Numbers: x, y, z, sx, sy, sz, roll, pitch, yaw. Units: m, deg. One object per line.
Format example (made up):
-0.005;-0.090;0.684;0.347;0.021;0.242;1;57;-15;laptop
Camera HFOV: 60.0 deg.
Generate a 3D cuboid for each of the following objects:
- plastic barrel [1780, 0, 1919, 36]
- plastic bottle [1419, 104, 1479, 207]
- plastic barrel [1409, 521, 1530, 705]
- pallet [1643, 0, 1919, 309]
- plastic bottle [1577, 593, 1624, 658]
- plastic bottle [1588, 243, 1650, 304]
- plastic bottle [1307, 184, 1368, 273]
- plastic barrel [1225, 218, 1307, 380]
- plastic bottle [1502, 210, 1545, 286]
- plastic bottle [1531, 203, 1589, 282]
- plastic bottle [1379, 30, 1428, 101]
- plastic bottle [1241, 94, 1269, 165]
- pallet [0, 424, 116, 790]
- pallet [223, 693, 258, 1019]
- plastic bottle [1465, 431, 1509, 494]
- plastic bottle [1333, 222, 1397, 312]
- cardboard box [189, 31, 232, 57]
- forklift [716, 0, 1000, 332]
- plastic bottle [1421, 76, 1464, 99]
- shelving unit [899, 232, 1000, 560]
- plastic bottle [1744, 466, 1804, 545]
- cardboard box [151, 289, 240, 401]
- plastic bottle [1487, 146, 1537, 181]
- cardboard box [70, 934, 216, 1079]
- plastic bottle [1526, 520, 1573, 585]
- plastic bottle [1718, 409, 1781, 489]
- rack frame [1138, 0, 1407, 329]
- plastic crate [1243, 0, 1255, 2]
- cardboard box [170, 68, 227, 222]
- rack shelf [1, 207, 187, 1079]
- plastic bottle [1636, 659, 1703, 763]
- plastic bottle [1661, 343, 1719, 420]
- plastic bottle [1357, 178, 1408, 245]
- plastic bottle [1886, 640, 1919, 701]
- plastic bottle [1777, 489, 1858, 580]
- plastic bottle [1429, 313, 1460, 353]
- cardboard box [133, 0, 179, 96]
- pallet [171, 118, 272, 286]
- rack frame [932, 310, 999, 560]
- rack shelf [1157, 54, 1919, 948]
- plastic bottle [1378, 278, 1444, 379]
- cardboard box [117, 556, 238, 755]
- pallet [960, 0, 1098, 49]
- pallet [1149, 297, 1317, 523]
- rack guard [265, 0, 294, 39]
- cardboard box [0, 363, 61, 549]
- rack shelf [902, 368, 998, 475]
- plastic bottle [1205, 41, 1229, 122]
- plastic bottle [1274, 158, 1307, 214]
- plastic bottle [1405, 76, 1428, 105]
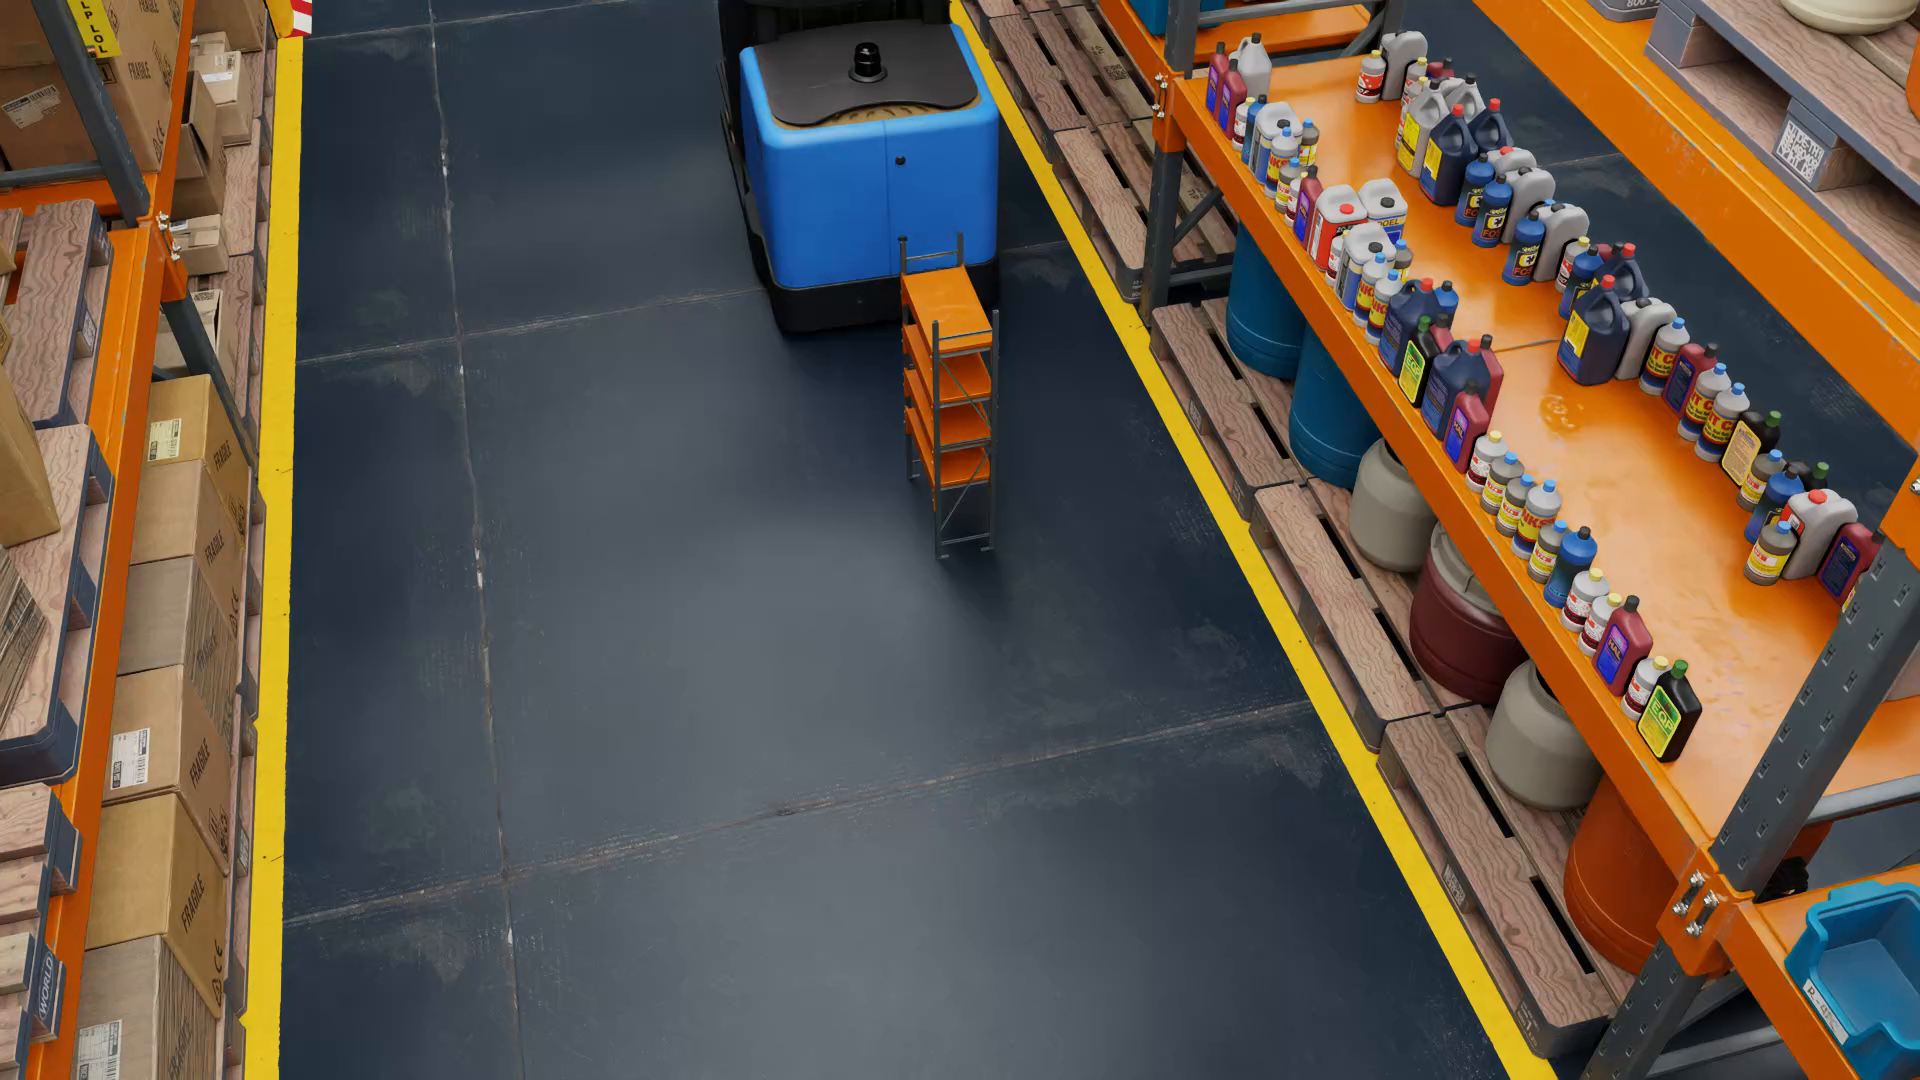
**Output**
1.942;-1.262;3.589;0.301;0.262;0.301;0;46;0;plastic barrel
1.794;-1.415;6.071;0.144;0.351;0.185;-11;47;-10;plastic bottle
1.928;0.183;5.865;0.600;0.588;0.708;-11;47;-10;plastic barrel
2.257;-0.929;3.593;1.003;0.211;1.213;-11;47;-10;pallet
1.772;0.226;4.567;0.097;0.201;0.097;0;46;0;plastic bottle
2.168;-0.809;5.477;0.144;0.351;0.185;-11;47;-10;plastic bottle
1.322;-1.089;5.804;0.152;0.276;0.135;-11;47;-10;plastic bottle
1.457;-1.195;6.996;0.600;0.901;0.708;-11;47;-10;plastic barrel
1.949;-1.014;5.734;0.097;0.271;0.097;0;46;0;plastic bottle
2.064;-1.051;5.767;0.152;0.276;0.135;-11;47;-10;plastic bottle
1.748;-1.905;6.603;0.152;0.276;0.135;-11;47;-10;plastic bottle
1.122;-1.549;6.258;0.097;0.271;0.097;0;46;0;plastic bottle
-2.933;0.229;4.560;1.003;0.211;1.213;-11;47;-10;pallet
-2.894;1.116;5.508;1.003;0.211;1.213;-11;47;-10;pallet
1.597;-0.244;5.028;0.097;0.201;0.097;0;46;0;plastic bottle
1.381;-0.929;5.647;0.152;0.276;0.135;-11;47;-10;plastic bottle
-4.085;-2.556;8.830;0.380;0.166;0.250;-11;47;-10;cardboard box
-0.645;-3.043;7.680;1.130;2.935;3.031;-9;46;-9;forklift
1.841;-1.653;6.356;0.152;0.276;0.135;-11;47;-10;plastic bottle
-0.042;-0.534;6.433;0.258;1.200;0.503;-11;47;-10;shelving unit
2.380;-0.106;4.844;0.097;0.271;0.097;0;46;0;plastic bottle
-3.353;-0.800;7.009;0.500;0.311;0.500;-11;47;-10;cardboard box
1.971;-1.304;6.015;0.152;0.276;0.135;-11;47;-10;plastic bottle
-2.410;1.497;4.624;0.500;0.500;0.500;-12;47;-12;cardboard box
1.697;0.025;4.765;0.097;0.201;0.097;0;46;0;plastic bottle
2.393;-0.296;5.022;0.061;0.283;0.133;-11;47;-10;plastic bottle
1.335;-2.161;6.768;1.000;3.000;0.127;-11;47;-10;rack frame
1.354;-2.437;7.181;0.396;0.136;0.243;-11;47;-10;plastic crate
-3.941;-1.835;7.888;0.797;0.503;0.637;-11;47;-10;cardboard box
-2.943;0.374;4.787;1.077;0.370;4.000;-11;47;-10;rack shelf
1.843;0.440;4.300;0.061;0.283;0.133;-11;47;-10;plastic bottle
2.309;-0.523;5.244;0.061;0.283;0.133;-11;47;-10;plastic bottle
1.469;-1.117;5.832;0.152;0.276;0.135;-11;47;-10;plastic bottle
2.560;0.286;4.456;0.152;0.276;0.135;-11;47;-10;plastic bottle
2.442;-0.034;4.770;0.152;0.276;0.135;-11;47;-10;plastic bottle
1.527;-0.580;5.300;0.061;0.283;0.133;-11;47;-10;plastic bottle
-3.456;-2.048;6.587;0.500;0.500;0.500;-10;46;-10;cardboard box
-3.946;-1.600;8.171;1.003;0.211;1.213;-11;47;-10;pallet
0.020;-0.366;6.268;0.240;1.200;0.015;-11;47;-10;rack frame
1.847;-0.529;5.672;1.077;0.370;4.000;-11;47;-10;rack shelf
1.468;-0.710;5.380;0.144;0.351;0.185;-11;47;-10;plastic bottle
-2.805;0.440;5.661;0.500;0.500;0.500;-10;46;-10;cardboard box
0.484;-3.370;9.905;1.003;0.211;1.213;-11;47;-10;pallet
1.492;-0.645;7.234;1.003;0.211;1.213;-11;47;-10;pallet
-4.459;-3.092;9.431;1.175;0.500;0.348;-11;47;-10;rack guard
-2.943;-0.232;4.513;0.700;0.500;0.500;-22;50;-20;cardboard box
-0.042;-0.487;6.482;0.258;0.148;0.480;-11;47;-10;rack shelf
1.016;-1.789;6.485;0.061;0.283;0.133;-11;47;-10;plastic bottle
1.207;-1.298;6.061;0.097;0.201;0.097;0;46;0;plastic bottle
1.779;-1.701;6.455;0.097;0.201;0.097;0;46;0;plastic bottle
